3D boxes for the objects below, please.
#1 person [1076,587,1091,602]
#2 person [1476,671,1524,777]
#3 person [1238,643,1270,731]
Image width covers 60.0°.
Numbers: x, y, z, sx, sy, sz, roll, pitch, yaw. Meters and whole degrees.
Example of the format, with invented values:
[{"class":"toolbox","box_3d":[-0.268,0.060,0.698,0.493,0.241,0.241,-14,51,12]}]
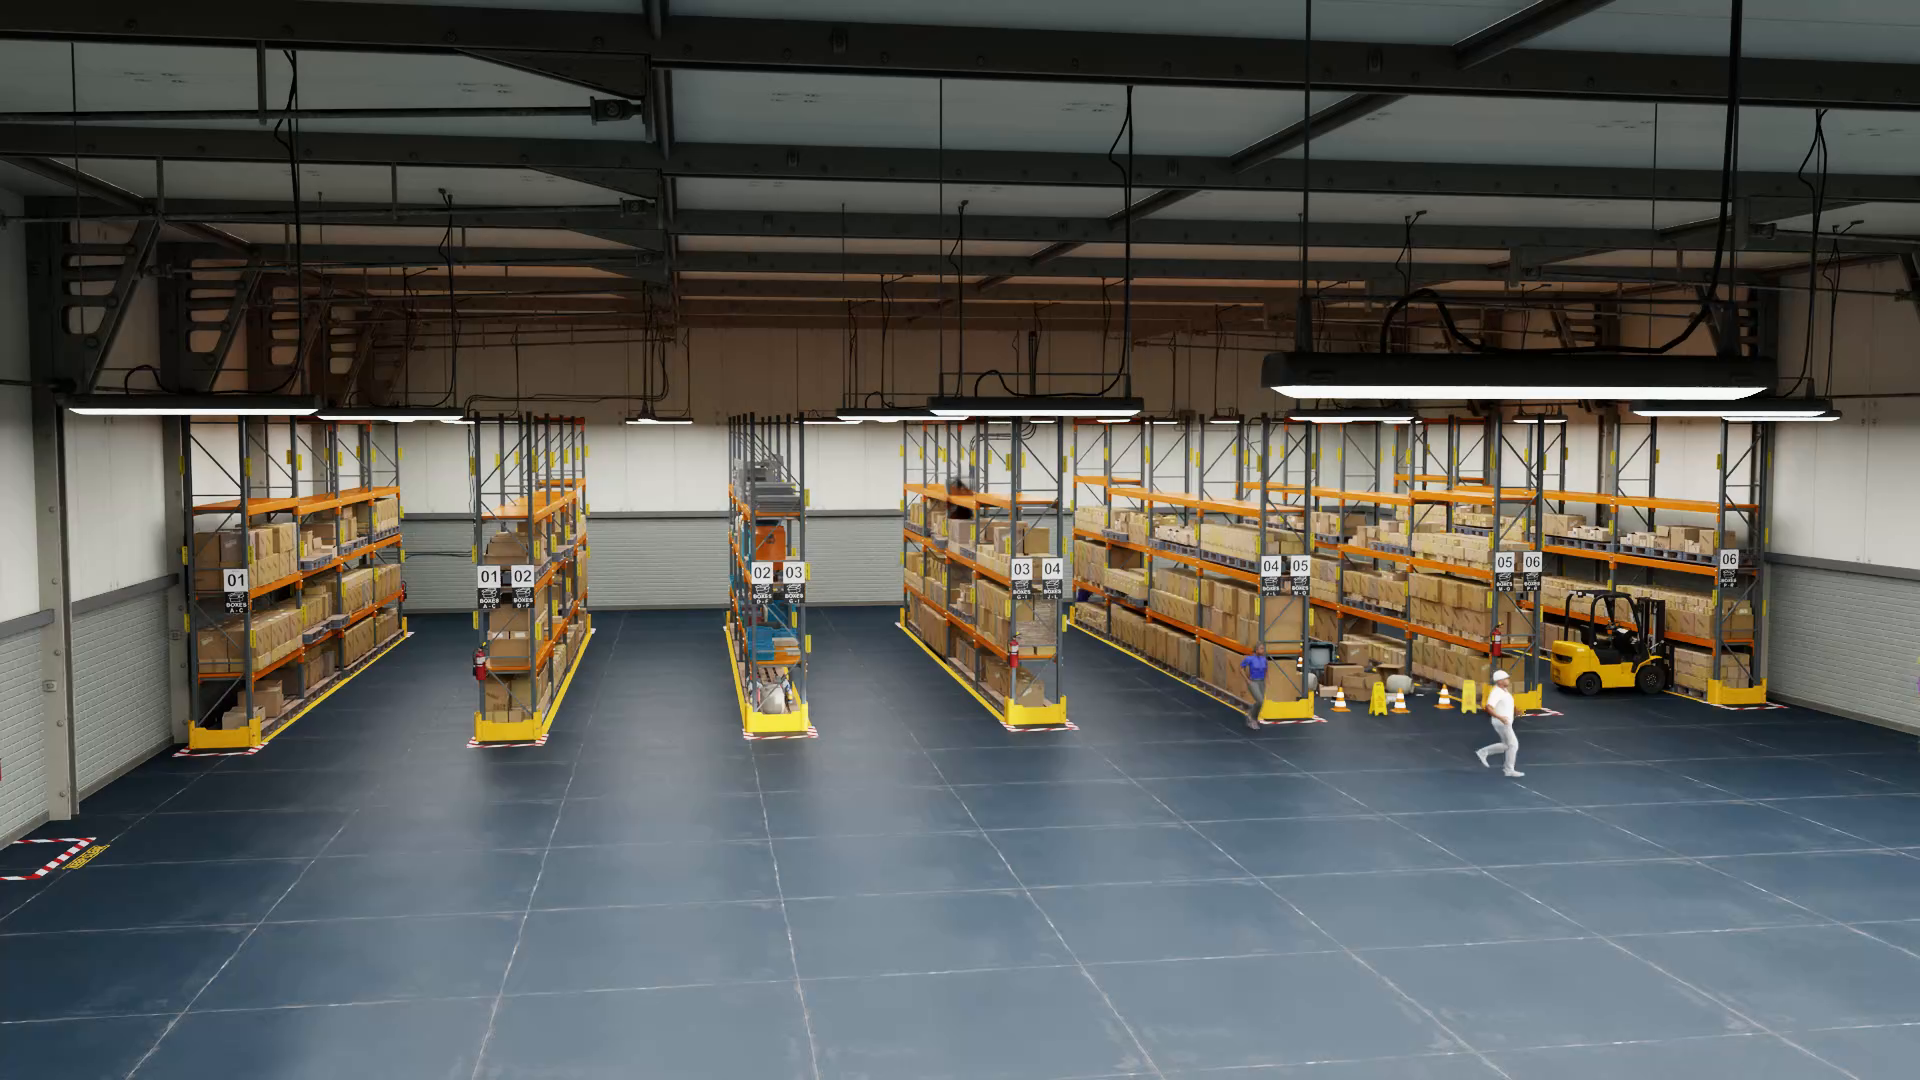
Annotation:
[{"class":"person","box_3d":[3.718,1.554,49.689,0.549,1.602,0.608,-1,4,-18]},{"class":"person","box_3d":[8.866,3.004,27.278,0.795,1.733,0.711,2,4,28]},{"class":"person","box_3d":[5.625,2.776,31.474,0.591,1.628,0.618,-2,4,-28]}]
